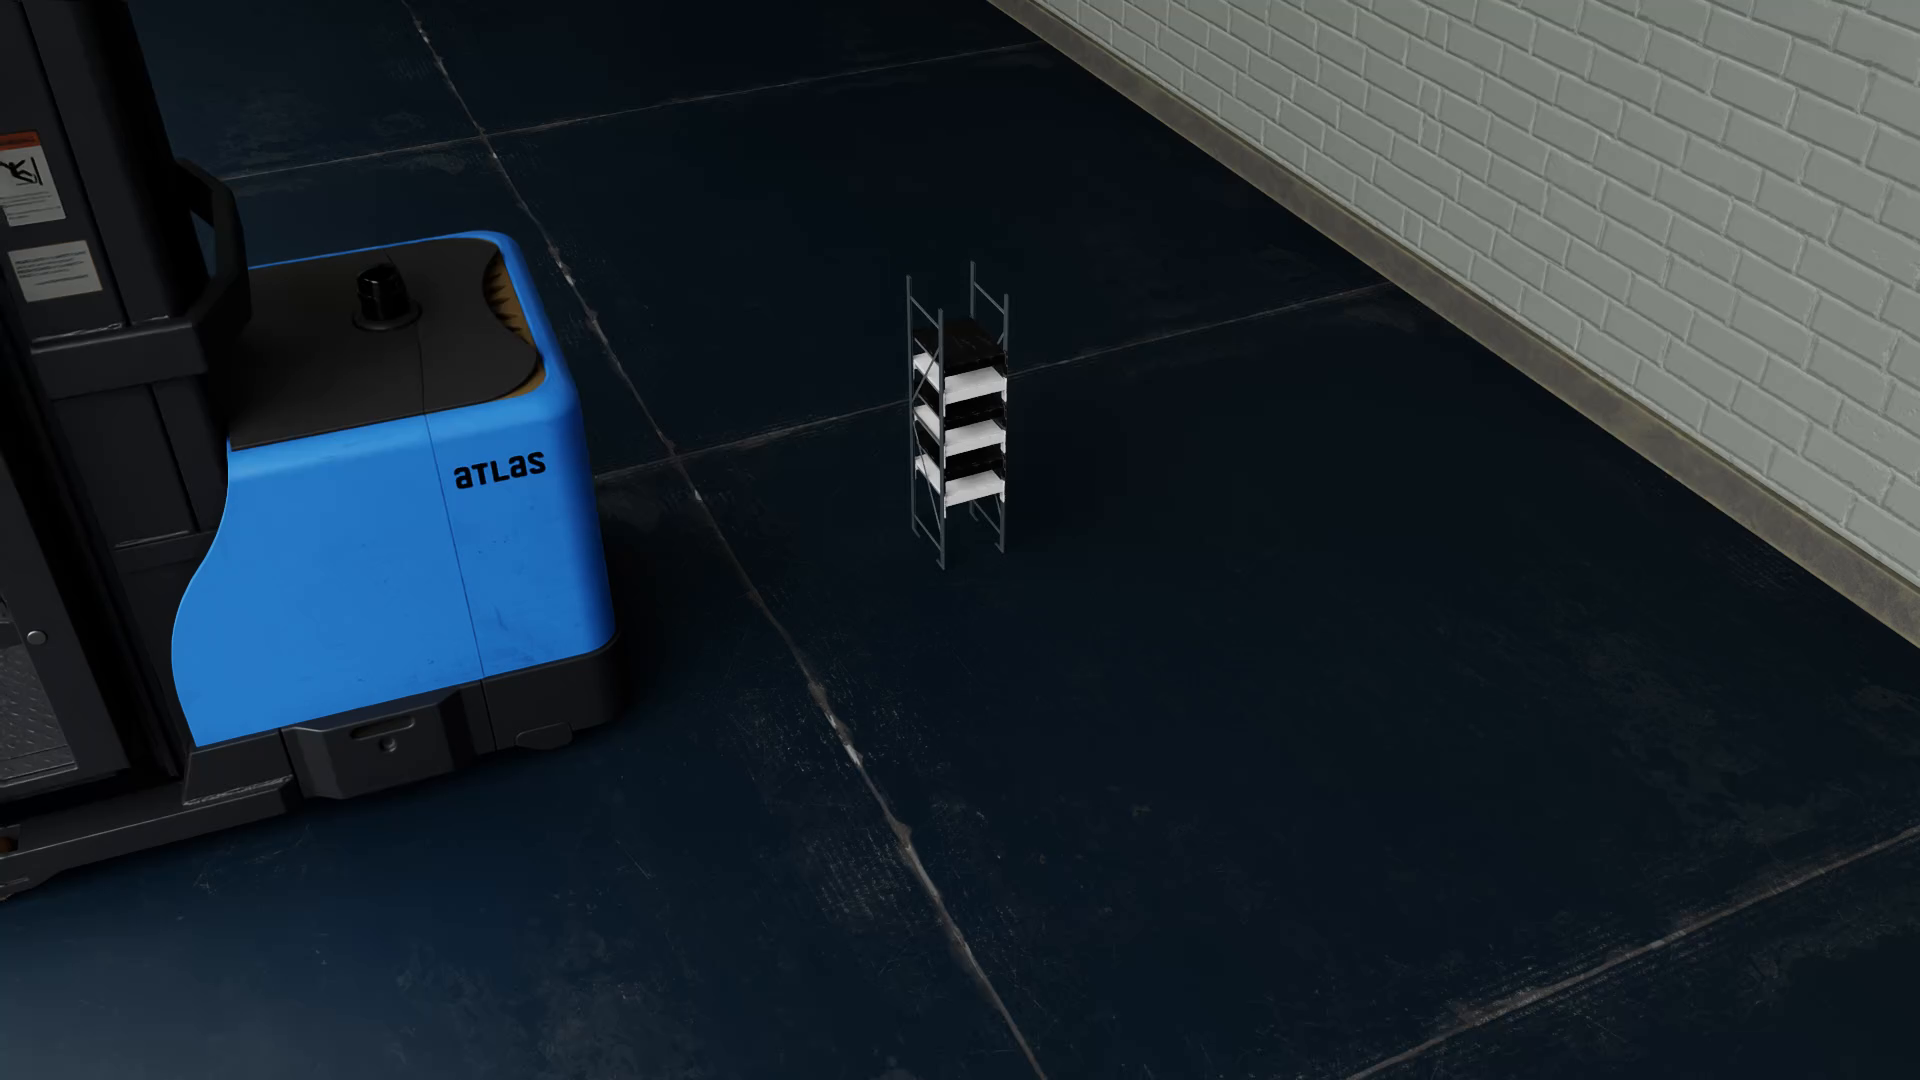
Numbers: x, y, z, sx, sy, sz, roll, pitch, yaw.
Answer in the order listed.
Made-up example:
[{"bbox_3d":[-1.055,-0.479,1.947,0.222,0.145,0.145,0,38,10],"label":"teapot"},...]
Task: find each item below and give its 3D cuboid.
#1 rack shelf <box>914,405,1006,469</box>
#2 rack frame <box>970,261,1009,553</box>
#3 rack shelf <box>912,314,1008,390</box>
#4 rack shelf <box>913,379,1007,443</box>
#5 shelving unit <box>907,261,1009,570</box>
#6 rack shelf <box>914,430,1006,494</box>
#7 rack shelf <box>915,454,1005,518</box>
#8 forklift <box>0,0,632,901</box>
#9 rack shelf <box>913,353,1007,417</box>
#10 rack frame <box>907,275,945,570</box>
[{"bbox_3d":[-0.007,-0.333,4.999,0.200,0.077,0.258,-16,39,-20],"label":"rack shelf"},{"bbox_3d":[0.085,-0.385,5.014,0.006,0.900,0.240,-16,39,-20],"label":"rack frame"},{"bbox_3d":[-0.007,-0.549,4.838,0.200,0.077,0.258,-16,39,-20],"label":"rack shelf"},{"bbox_3d":[-0.007,-0.405,4.945,0.200,0.077,0.258,-16,39,-20],"label":"rack shelf"},{"bbox_3d":[-0.007,-0.359,4.979,0.210,0.900,0.258,-16,39,-20],"label":"shelving unit"},{"bbox_3d":[-0.007,-0.260,5.053,0.200,0.077,0.258,-16,39,-20],"label":"rack shelf"},{"bbox_3d":[-0.007,-0.188,5.106,0.200,0.077,0.258,-16,39,-20],"label":"rack shelf"},{"bbox_3d":[-2.467,-0.606,3.606,3.031,2.935,1.130,-13,39,-17],"label":"forklift"},{"bbox_3d":[-0.007,-0.477,4.892,0.200,0.077,0.258,-16,39,-20],"label":"rack shelf"},{"bbox_3d":[-0.099,-0.334,4.944,0.006,0.900,0.240,-16,39,-20],"label":"rack frame"}]
